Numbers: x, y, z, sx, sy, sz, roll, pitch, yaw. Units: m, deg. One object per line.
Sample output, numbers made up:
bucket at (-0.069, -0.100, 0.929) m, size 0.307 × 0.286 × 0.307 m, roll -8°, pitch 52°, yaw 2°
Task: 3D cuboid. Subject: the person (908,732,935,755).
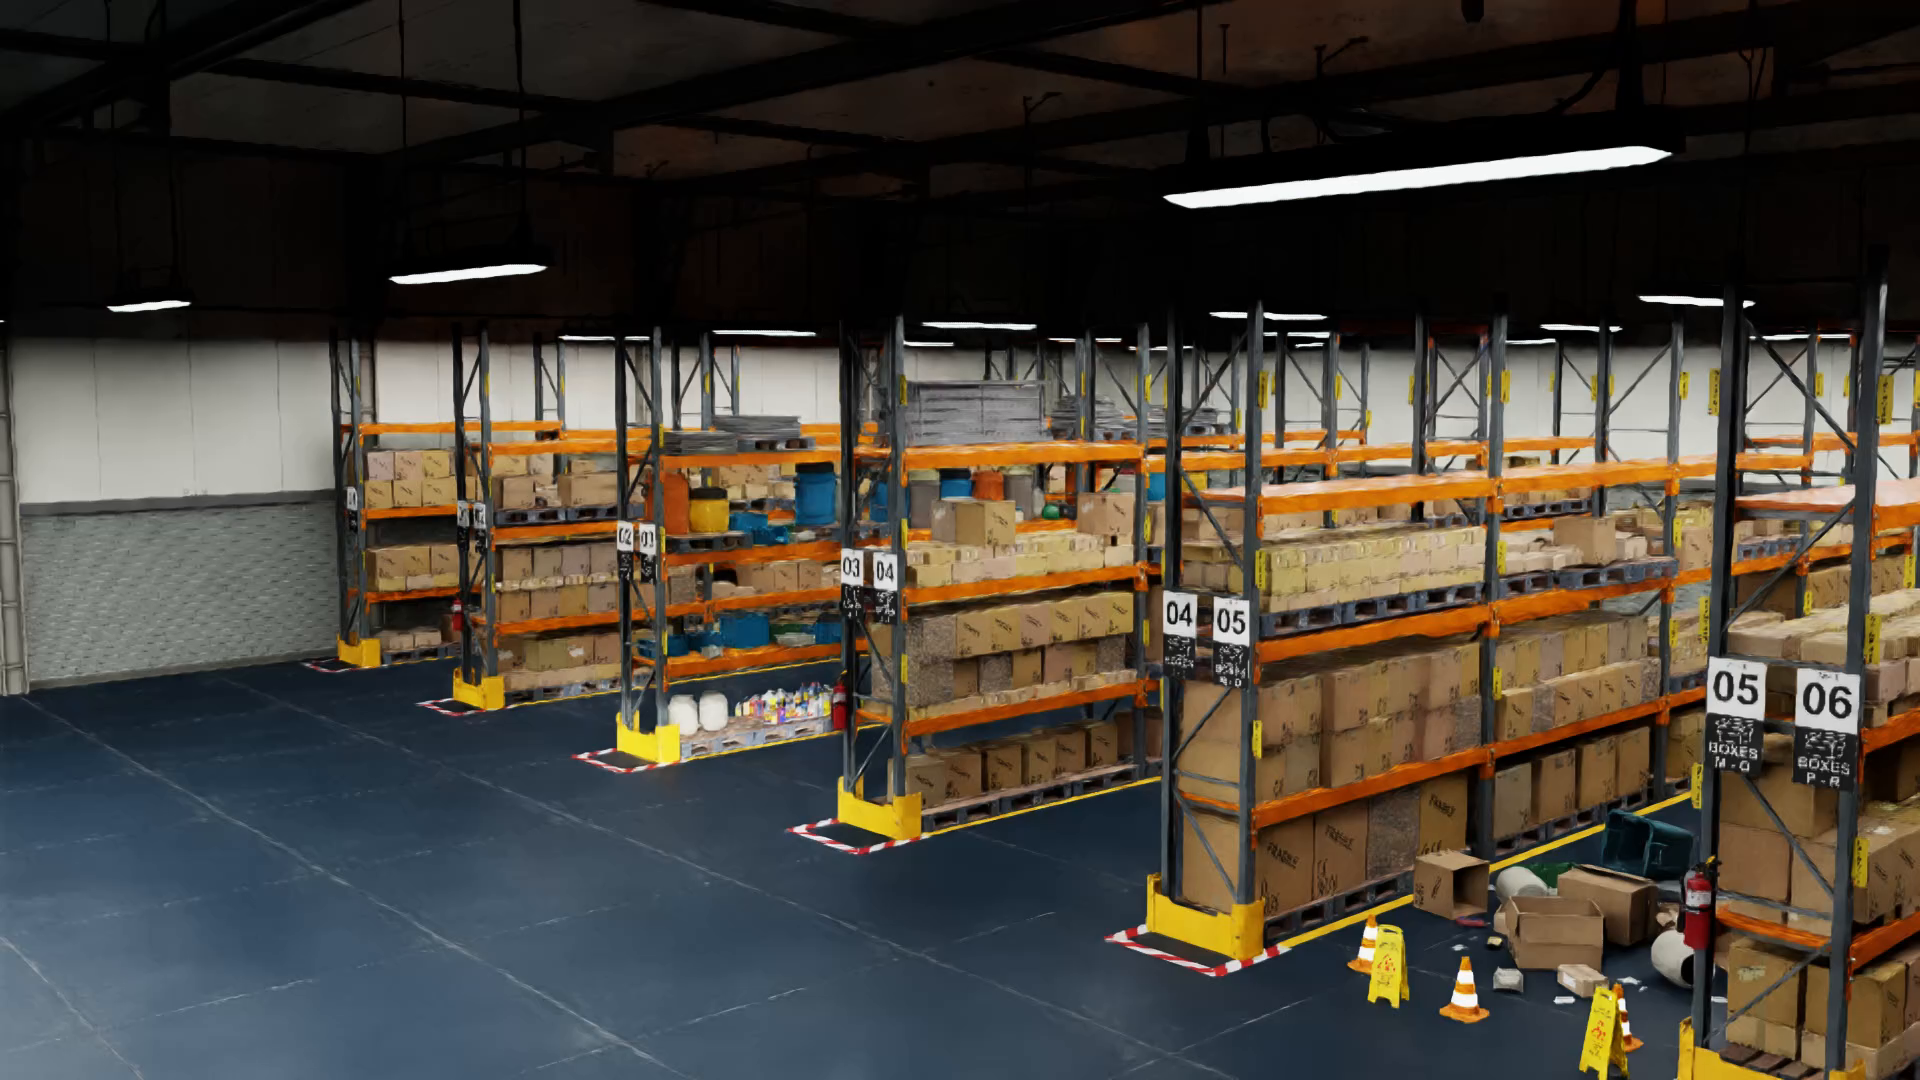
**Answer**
person at (-0.529, 2.241, 21.505) m, size 0.512 × 1.628 × 0.599 m, roll -5°, pitch 8°, yaw -44°
